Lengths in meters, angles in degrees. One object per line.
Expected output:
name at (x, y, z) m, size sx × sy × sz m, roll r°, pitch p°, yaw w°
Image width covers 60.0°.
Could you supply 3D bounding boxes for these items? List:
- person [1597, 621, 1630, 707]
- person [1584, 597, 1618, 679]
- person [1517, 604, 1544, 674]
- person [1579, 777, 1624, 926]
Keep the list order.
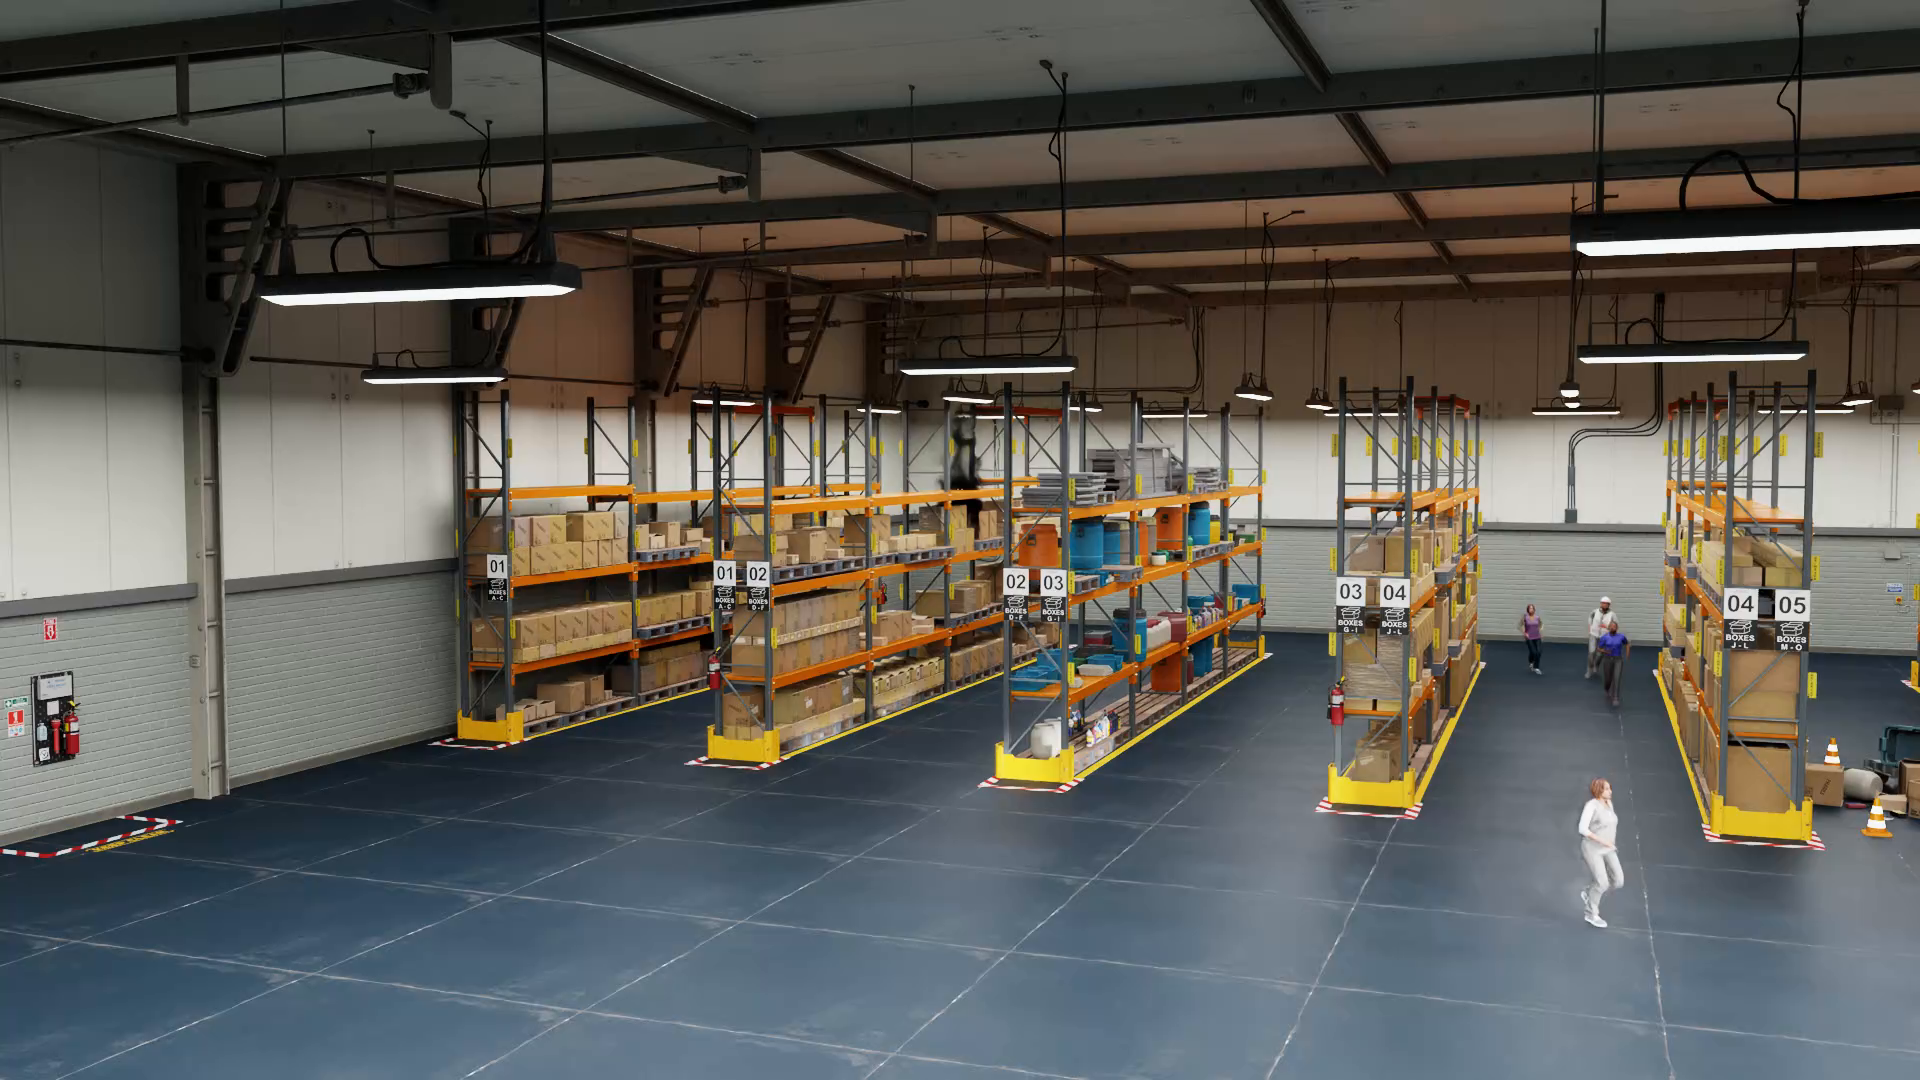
person at (12.688, 2.375, 32.285) m, size 0.594 × 1.598 × 1.044 m, roll 1°, pitch 3°, yaw 19°
person at (14.049, 2.133, 36.382) m, size 0.665 × 1.807 × 0.791 m, roll 1°, pitch 3°, yaw 24°
person at (12.708, 2.200, 36.935) m, size 0.552 × 1.551 × 0.560 m, roll 0°, pitch 3°, yaw 0°
person at (6.690, 3.263, 17.396) m, size 0.543 × 1.567 × 0.530 m, roll -2°, pitch 4°, yaw -33°
